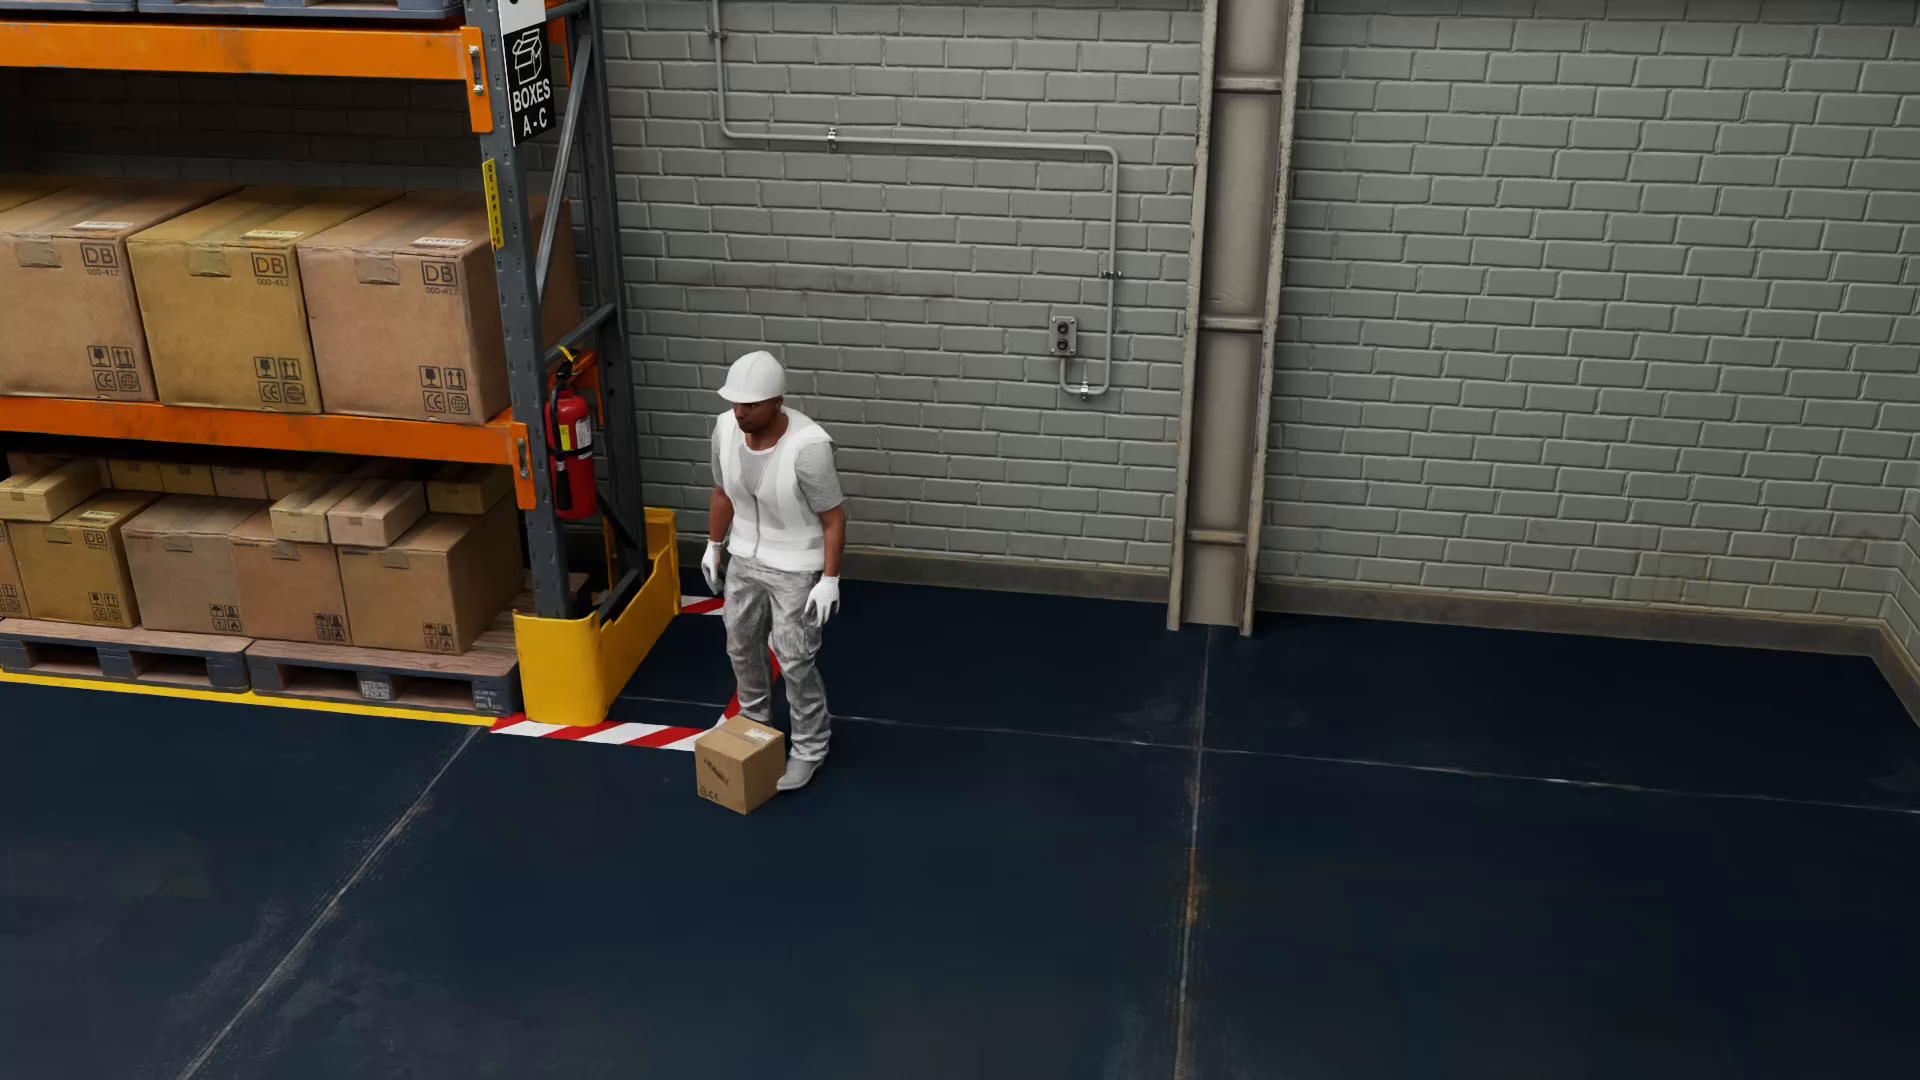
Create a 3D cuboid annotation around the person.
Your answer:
[{"bbox_3d":[-0.718,0.108,6.359,0.625,1.773,0.452,15,29,30],"label":"person"}]
